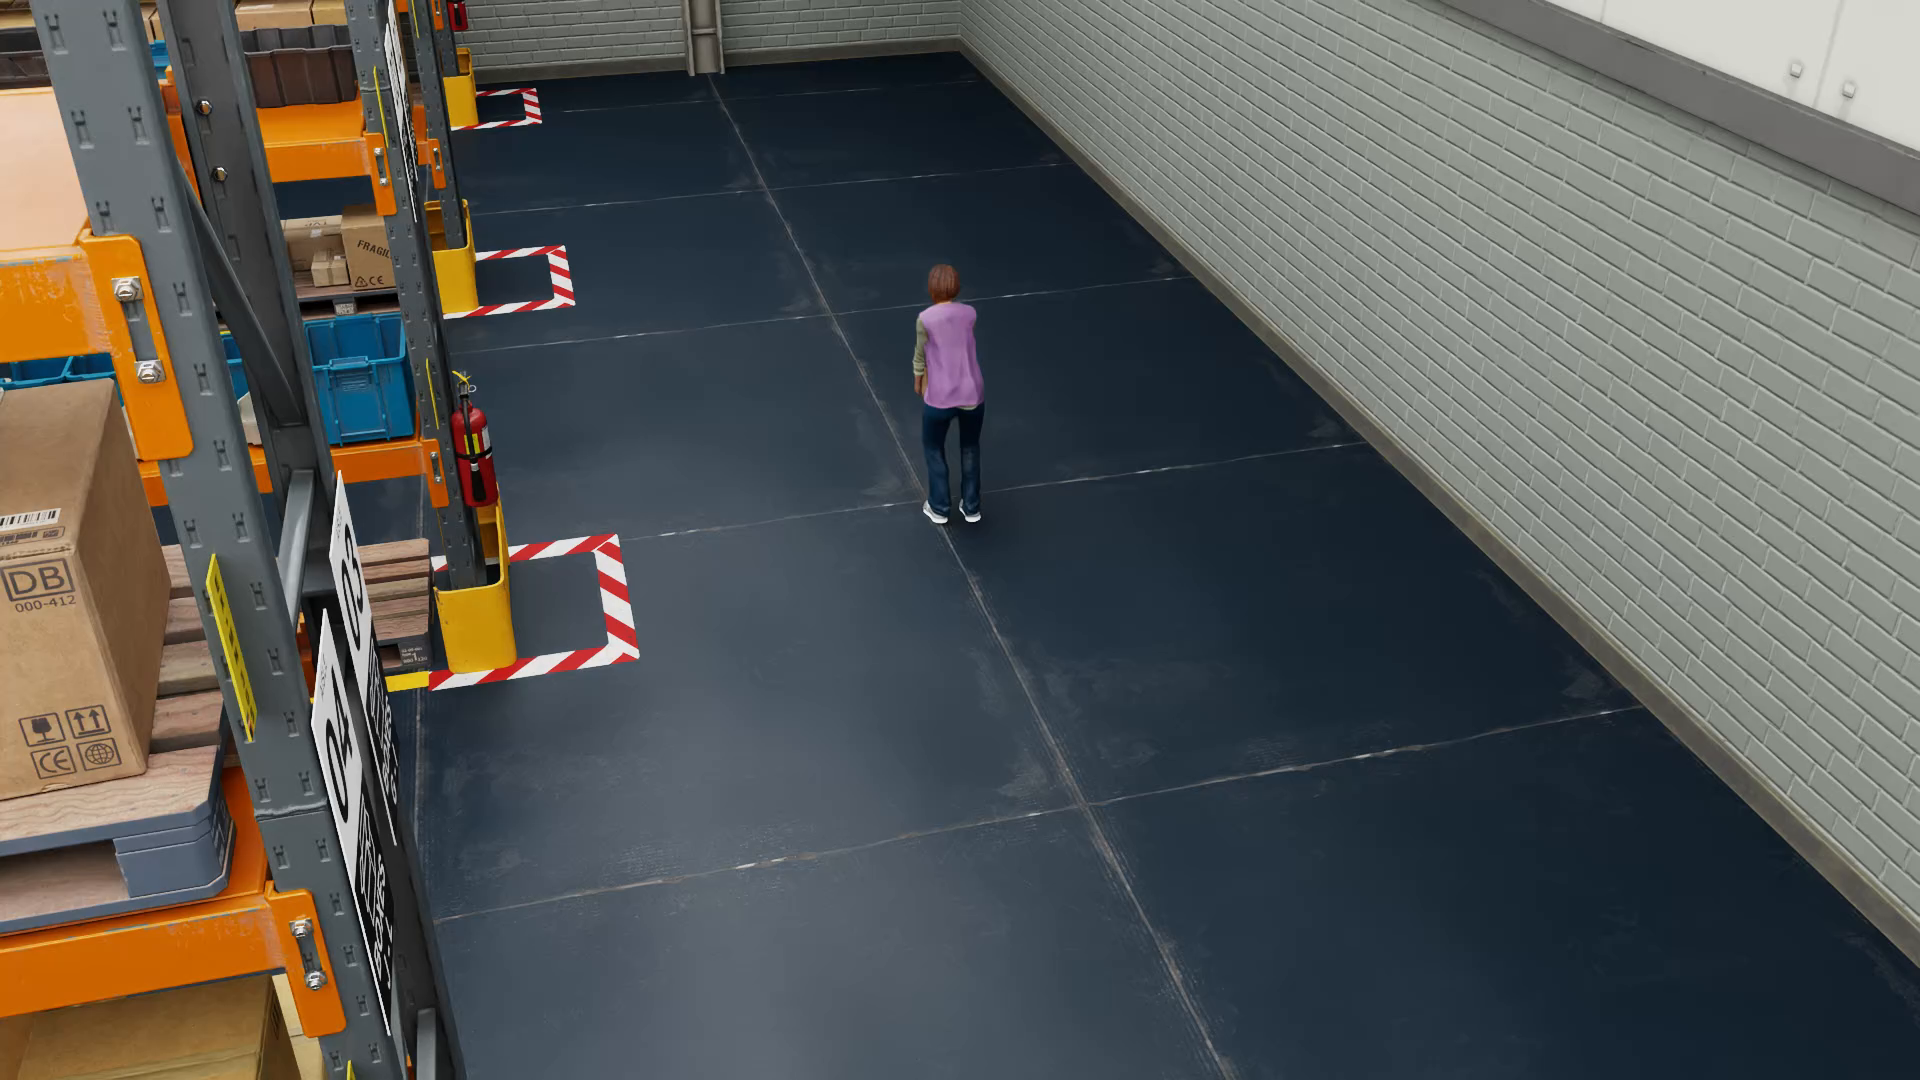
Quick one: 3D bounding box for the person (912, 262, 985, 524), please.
[{"bbox_3d":[-0.066,-0.840,9.696,0.374,1.561,0.536,-9,32,-14],"label":"person"}]
